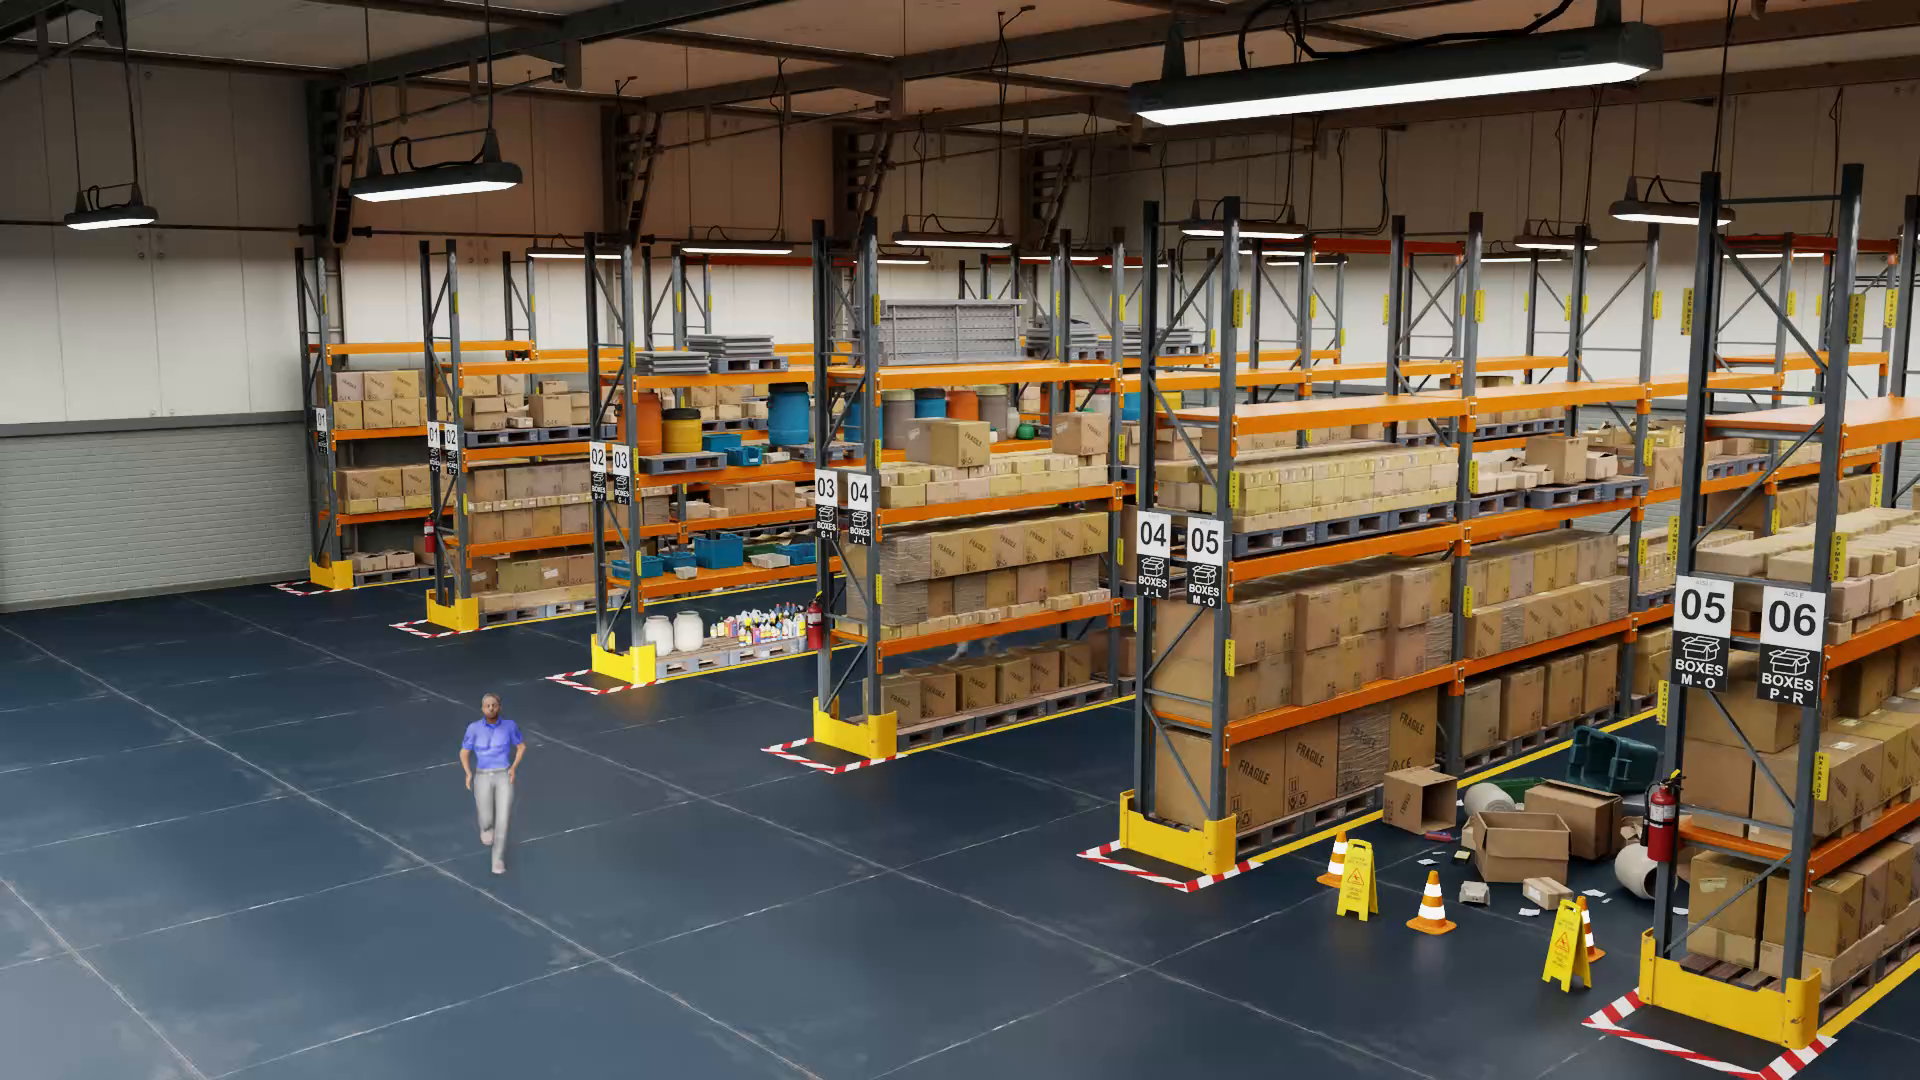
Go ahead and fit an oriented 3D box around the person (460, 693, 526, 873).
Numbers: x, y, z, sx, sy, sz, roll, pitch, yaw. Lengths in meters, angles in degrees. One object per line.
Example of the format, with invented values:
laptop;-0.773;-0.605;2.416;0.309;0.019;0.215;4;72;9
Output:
person;-4.237;2.176;15.135;0.581;1.616;0.592;-3;9;-17

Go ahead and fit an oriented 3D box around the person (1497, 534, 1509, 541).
person;8.197;0.685;25.209;0.544;1.575;0.864;8;11;42

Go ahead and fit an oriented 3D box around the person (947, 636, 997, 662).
person;0.130;0.751;22.337;0.765;1.819;0.672;-7;11;-40
